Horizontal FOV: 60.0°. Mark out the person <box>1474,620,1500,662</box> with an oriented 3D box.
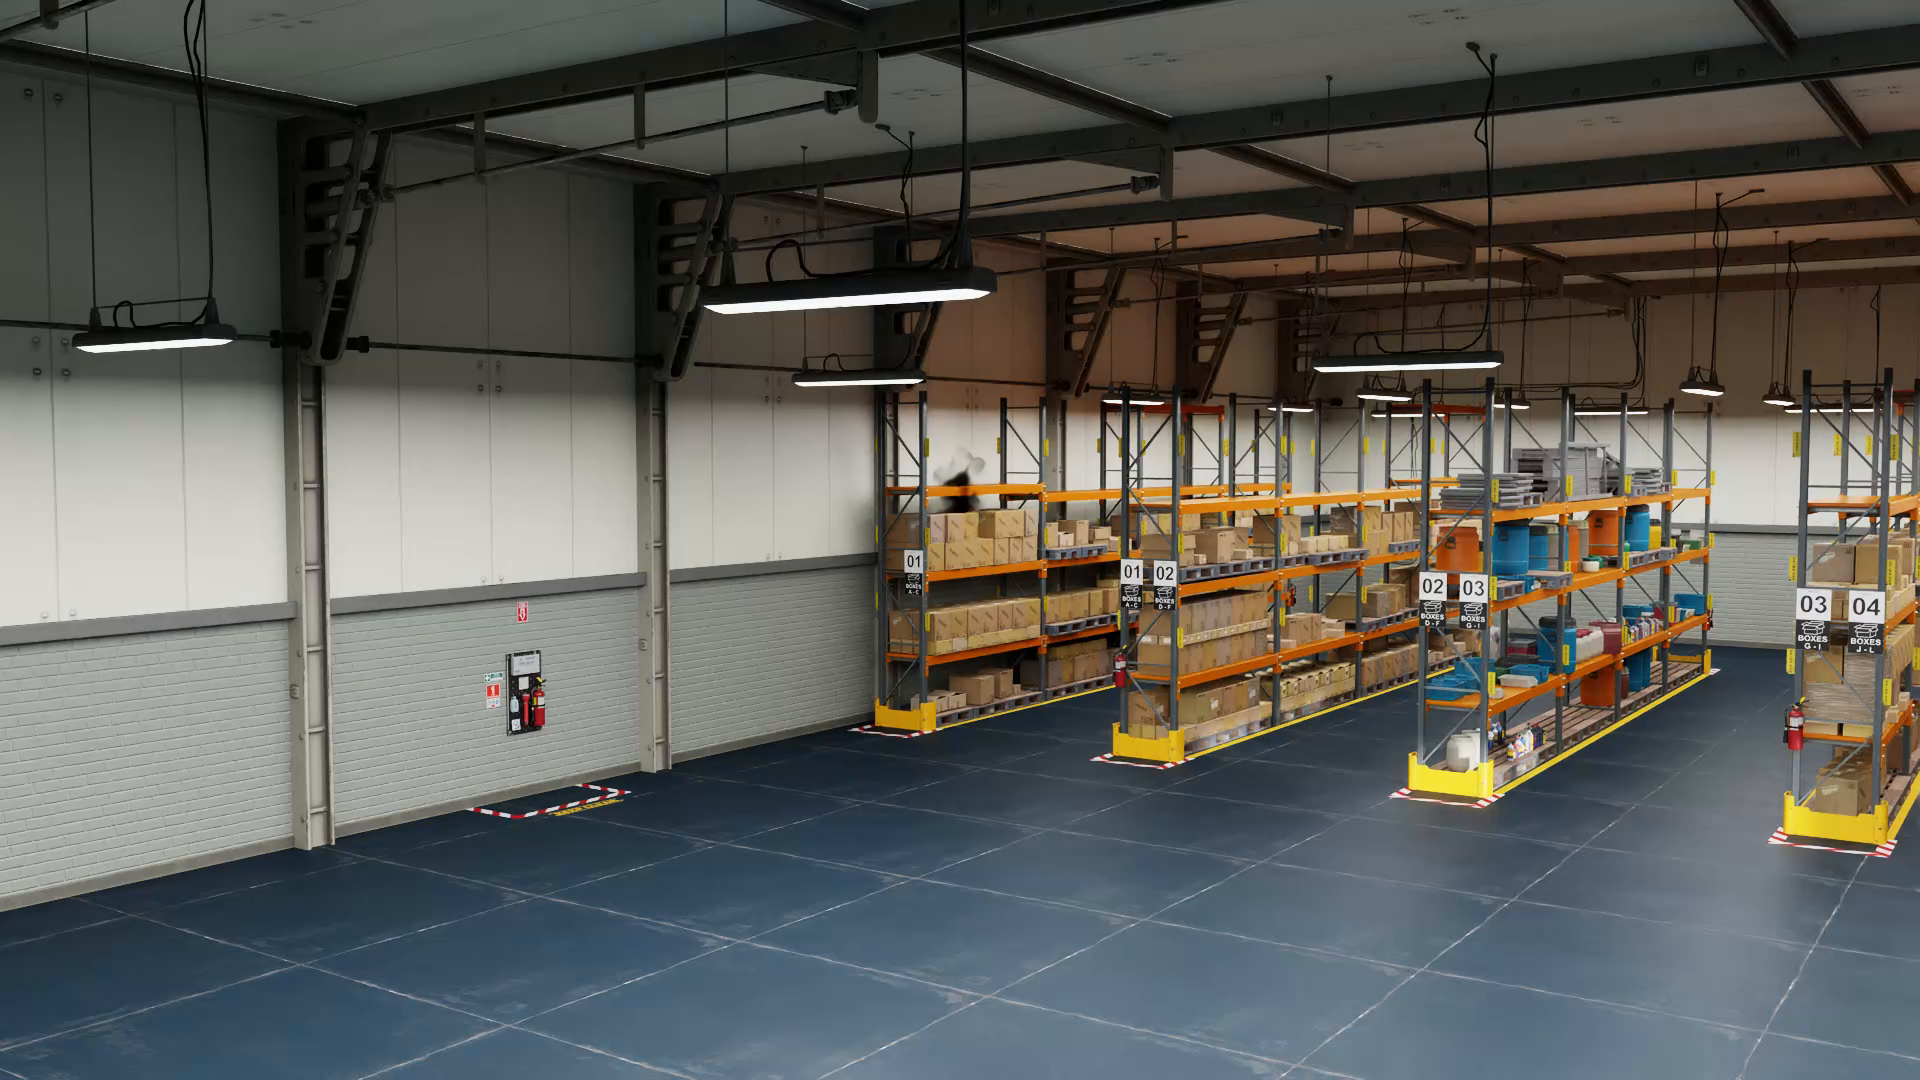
[{"bbox_3d":[10.736,2.308,33.789,0.583,1.639,0.697,2,4,28],"label":"person"}]
